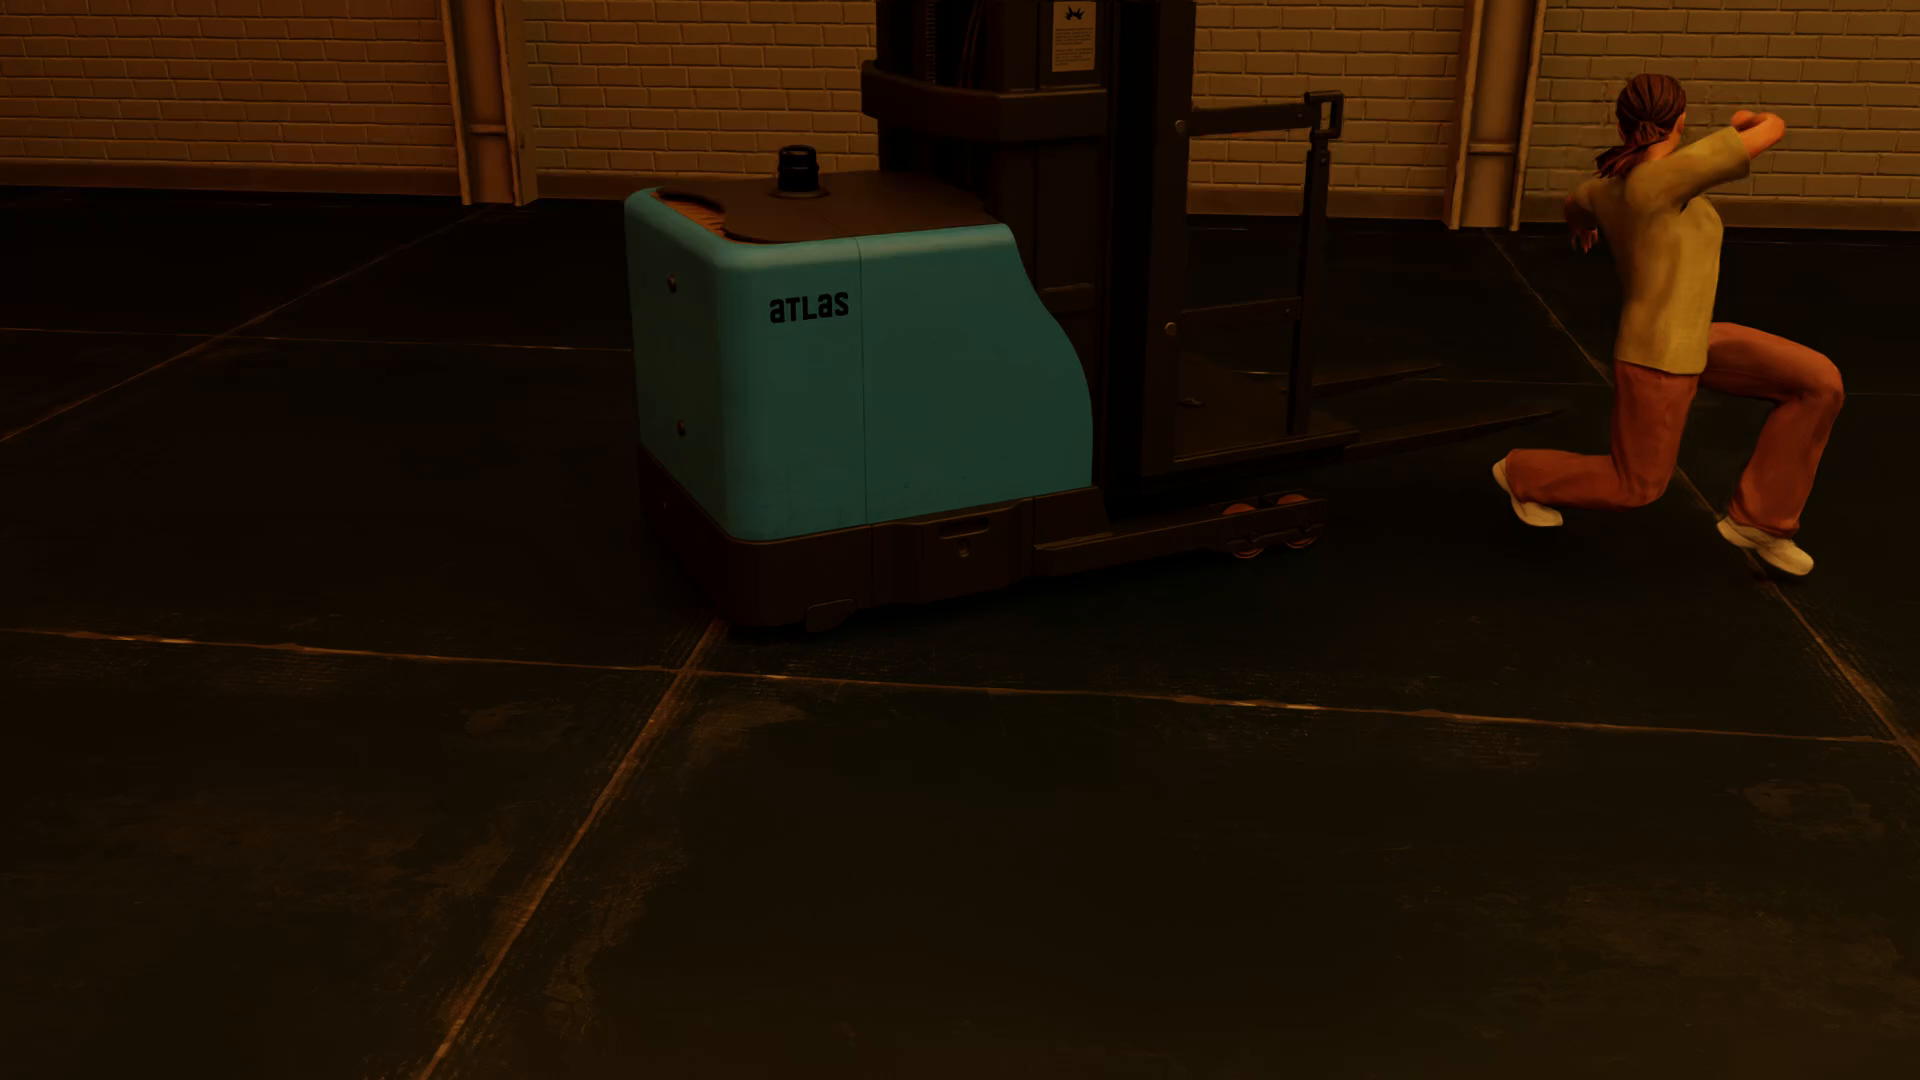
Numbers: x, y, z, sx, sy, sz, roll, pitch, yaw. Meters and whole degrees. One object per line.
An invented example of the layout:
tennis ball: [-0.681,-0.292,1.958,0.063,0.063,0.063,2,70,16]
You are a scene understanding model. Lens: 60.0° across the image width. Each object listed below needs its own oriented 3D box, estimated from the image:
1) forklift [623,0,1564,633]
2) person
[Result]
forklift: [0.562,-1.468,4.900,3.031,2.935,1.130,-10,24,-24]
person: [2.153,-0.685,4.949,0.944,1.379,0.866,11,24,25]
